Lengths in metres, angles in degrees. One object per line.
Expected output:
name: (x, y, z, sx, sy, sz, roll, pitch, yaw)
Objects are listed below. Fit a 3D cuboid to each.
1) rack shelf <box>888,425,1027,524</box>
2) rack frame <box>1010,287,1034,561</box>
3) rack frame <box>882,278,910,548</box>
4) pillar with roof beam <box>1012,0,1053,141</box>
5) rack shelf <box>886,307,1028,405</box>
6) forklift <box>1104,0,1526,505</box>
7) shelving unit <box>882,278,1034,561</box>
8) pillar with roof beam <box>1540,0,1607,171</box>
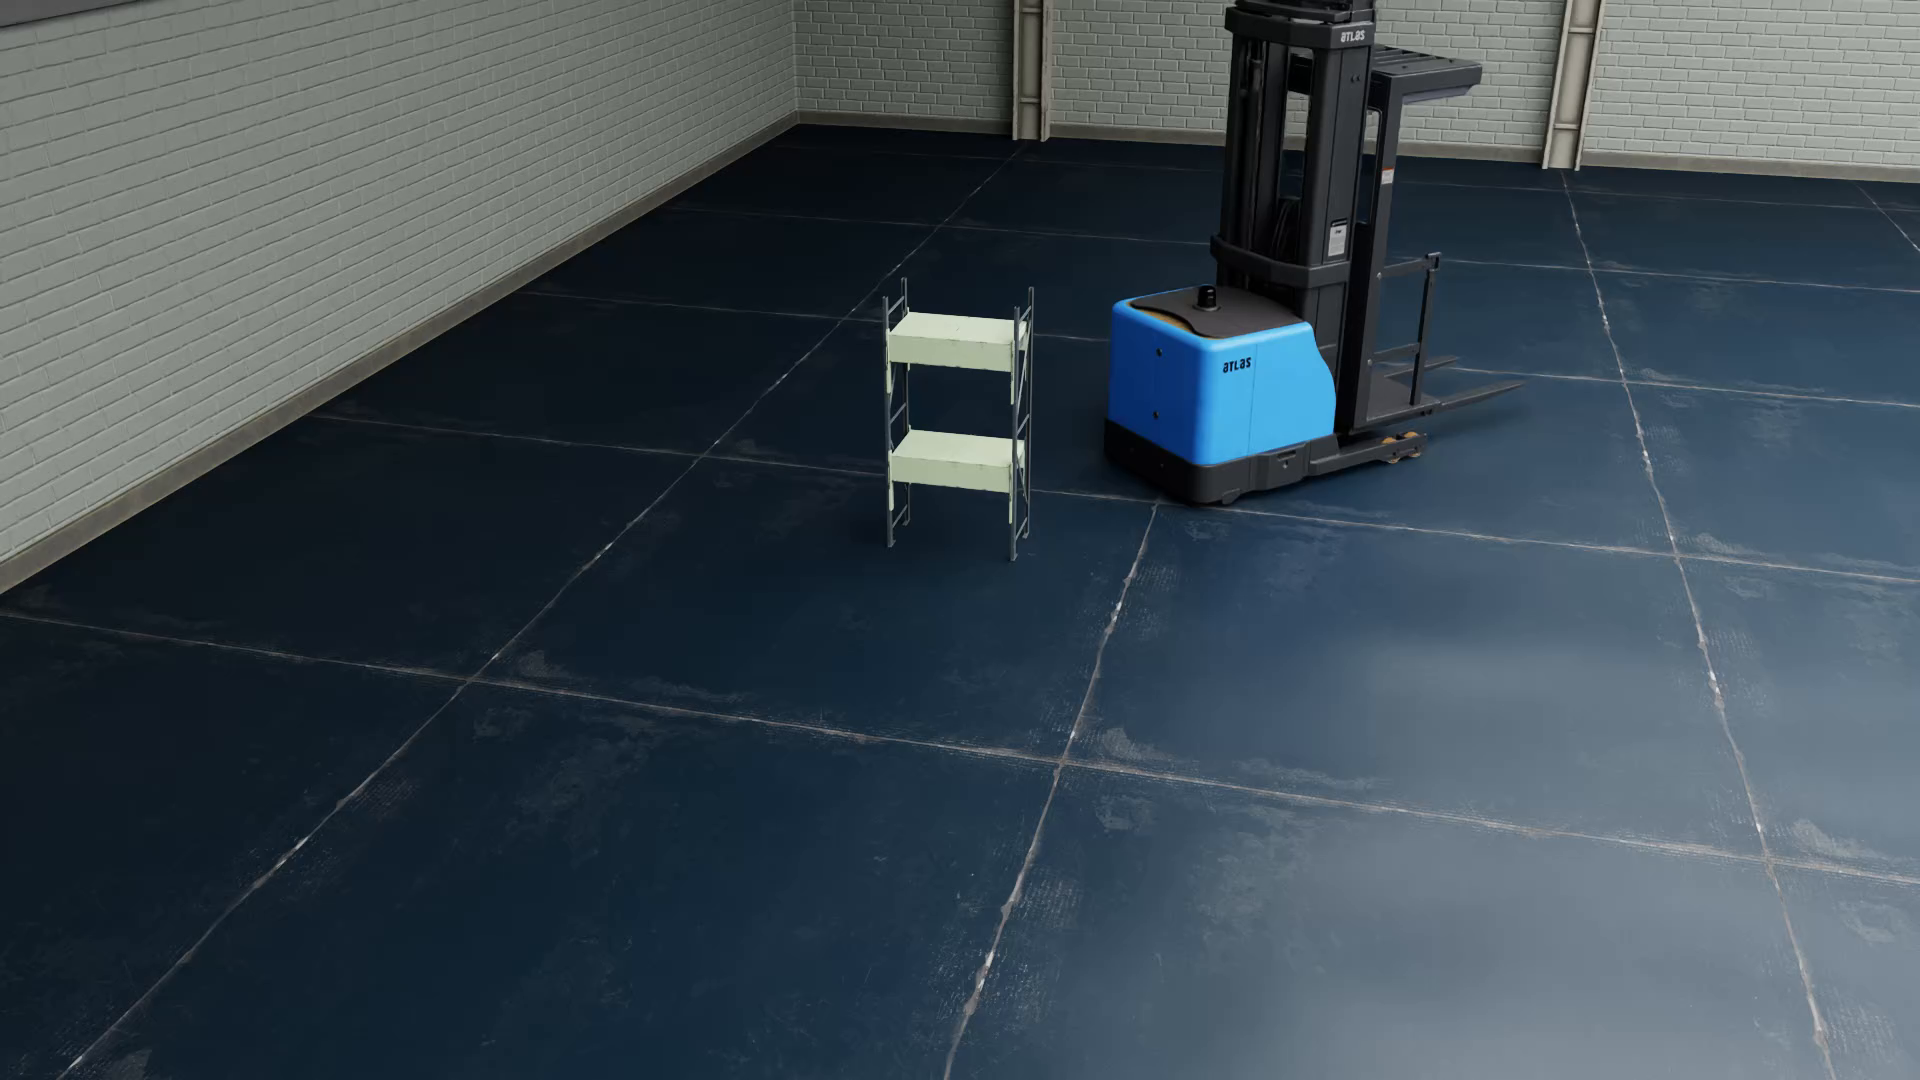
rack shelf: (-0.006, -0.384, 9.569, 0.720, 0.370, 0.431, 6, 26, 13)
rack frame: (0.348, -0.639, 9.347, 0.023, 1.500, 0.400, 6, 26, 13)
rack frame: (-0.361, -0.717, 9.511, 0.023, 1.500, 0.400, 6, 26, 13)
pillar with roof beam: (-0.225, -7.061, 14.112, 0.400, 9.000, 9.100, 6, 26, 13)
rack shelf: (-0.006, -1.030, 9.261, 0.720, 0.370, 0.431, 6, 26, 13)
forklift: (2.458, -1.996, 10.533, 3.031, 2.935, 1.130, -15, 29, -28)
shelving unit: (-0.006, -0.678, 9.429, 0.755, 1.500, 0.431, 6, 26, 13)
pillar with roof beam: (5.585, -6.418, 12.763, 0.400, 9.000, 9.100, 6, 26, 13)
